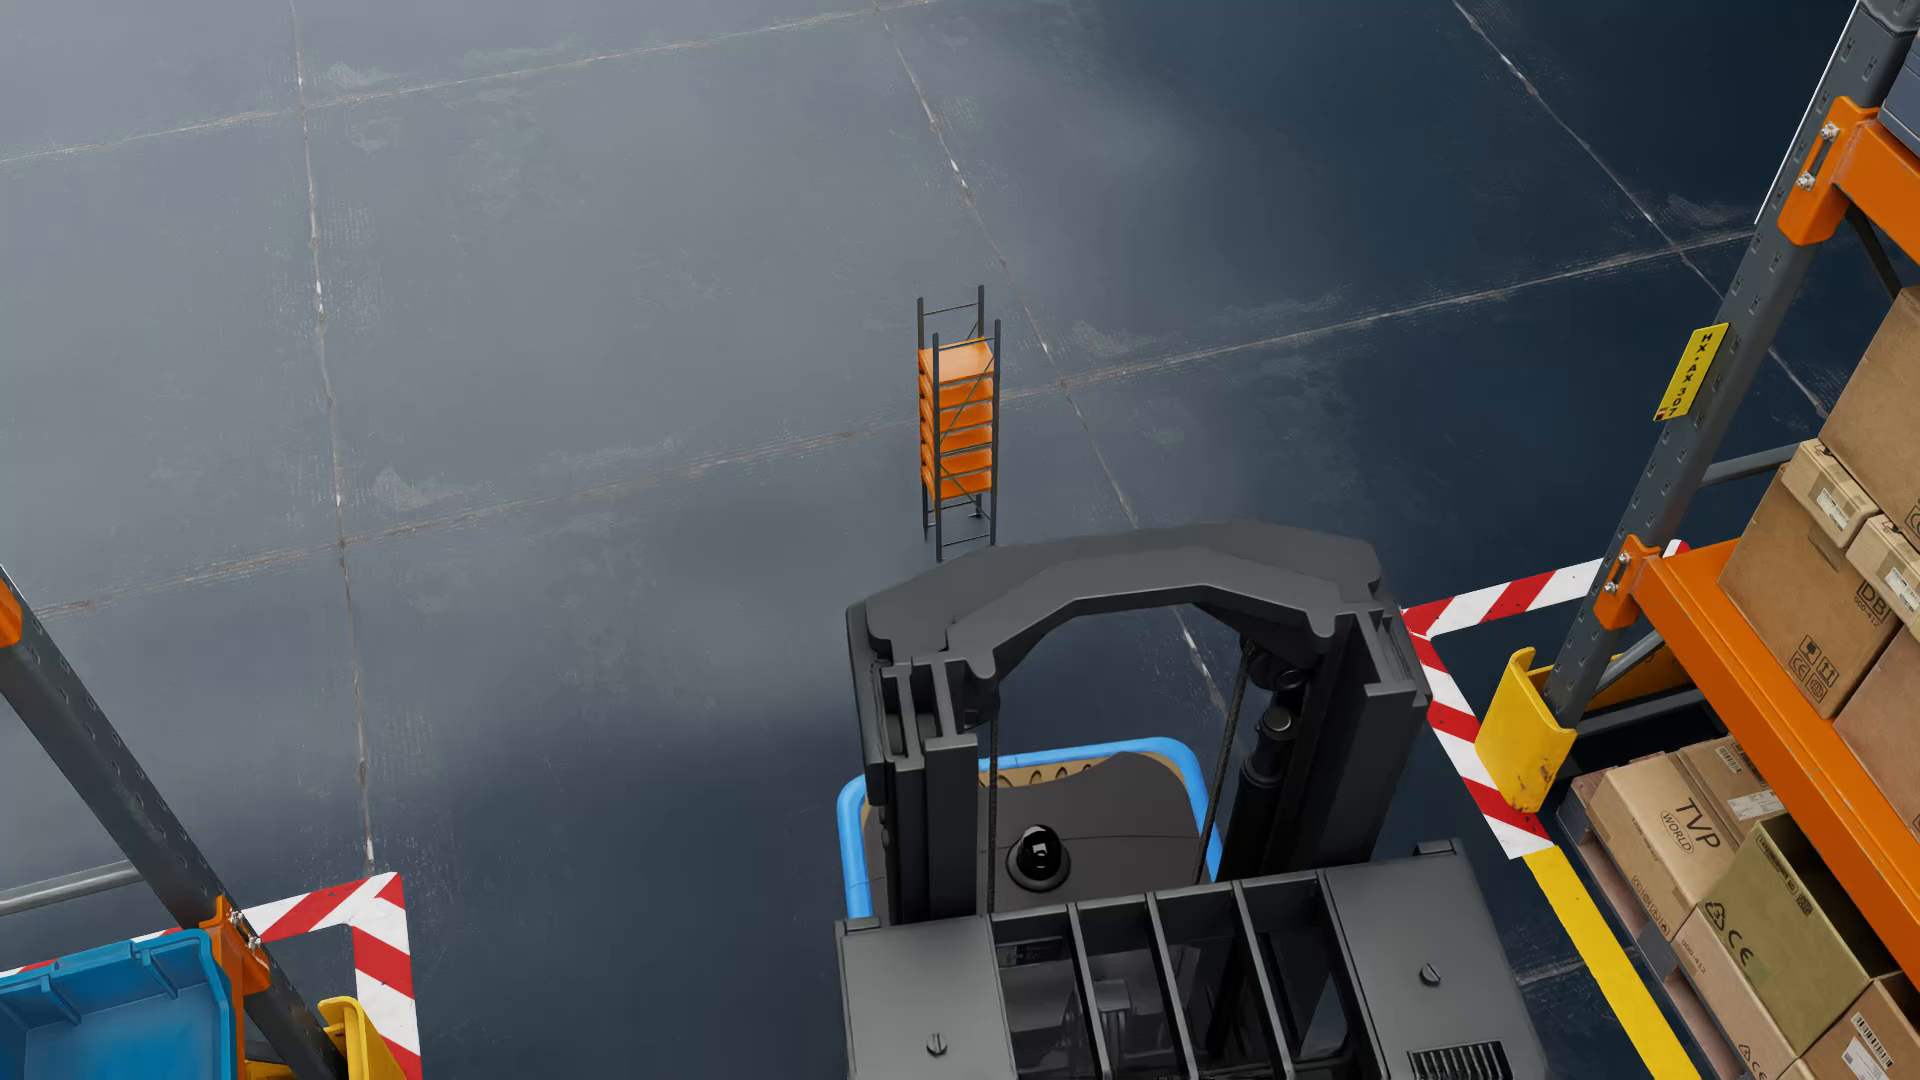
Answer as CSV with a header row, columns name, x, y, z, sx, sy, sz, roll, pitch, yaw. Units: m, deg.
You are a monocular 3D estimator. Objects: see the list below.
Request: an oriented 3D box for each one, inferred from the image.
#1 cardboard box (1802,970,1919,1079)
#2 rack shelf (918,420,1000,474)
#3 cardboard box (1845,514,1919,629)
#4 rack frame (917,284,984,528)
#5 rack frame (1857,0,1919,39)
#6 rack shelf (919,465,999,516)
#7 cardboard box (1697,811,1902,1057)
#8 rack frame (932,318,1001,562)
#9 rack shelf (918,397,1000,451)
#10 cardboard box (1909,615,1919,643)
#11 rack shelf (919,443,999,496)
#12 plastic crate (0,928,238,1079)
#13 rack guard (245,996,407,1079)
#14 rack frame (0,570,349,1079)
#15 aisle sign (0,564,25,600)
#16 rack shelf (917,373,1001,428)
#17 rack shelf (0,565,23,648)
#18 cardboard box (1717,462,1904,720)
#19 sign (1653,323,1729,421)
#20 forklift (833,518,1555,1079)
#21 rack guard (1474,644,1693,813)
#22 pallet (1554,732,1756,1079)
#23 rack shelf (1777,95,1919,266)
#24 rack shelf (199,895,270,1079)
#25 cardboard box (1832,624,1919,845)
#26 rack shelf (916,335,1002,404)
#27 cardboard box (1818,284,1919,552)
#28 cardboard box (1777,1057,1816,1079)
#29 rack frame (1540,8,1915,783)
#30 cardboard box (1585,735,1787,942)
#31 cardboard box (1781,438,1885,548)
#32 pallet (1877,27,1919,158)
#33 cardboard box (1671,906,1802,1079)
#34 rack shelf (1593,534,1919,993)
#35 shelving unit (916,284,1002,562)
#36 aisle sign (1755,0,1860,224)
name,x,y,z,sx,sy,sz,roll,pitch,yaw
cardboard box,2.687,1.428,4.407,0.500,0.500,0.500,-13,51,-11
rack shelf,-0.004,-0.369,6.124,0.258,0.103,0.180,-13,51,-11
cardboard box,2.422,0.036,4.058,0.380,0.149,0.250,-15,51,-12
rack frame,-0.031,-0.464,6.146,0.240,1.200,0.006,-13,51,-11
rack frame,2.431,-2.184,2.495,1.000,3.000,0.127,-13,51,-11
rack shelf,-0.004,-0.214,6.307,0.258,0.103,0.180,-13,51,-11
cardboard box,2.527,1.066,4.712,0.500,0.500,0.500,-13,51,-11
rack frame,0.023,-0.330,6.034,0.240,1.200,0.006,-13,51,-11
rack shelf,-0.004,-0.446,6.032,0.258,0.103,0.180,-13,51,-11
cardboard box,2.495,0.219,3.904,0.380,0.149,0.250,-13,51,-11
rack shelf,-0.004,-0.291,6.216,0.258,0.103,0.180,-13,51,-11
plastic crate,-1.868,1.213,3.652,0.499,0.251,0.616,-13,51,-11
rack guard,-2.234,1.718,4.764,1.175,0.500,0.348,-13,51,-11
rack frame,-2.305,0.868,3.846,0.949,2.616,0.053,-13,51,-11
aisle sign,-2.039,-0.090,2.954,0.394,0.787,0.004,-13,51,-11
rack shelf,-0.004,-0.523,5.940,0.258,0.103,0.180,-13,51,-11
rack shelf,-1.710,1.593,1.743,1.077,0.370,4.000,-13,51,-11
cardboard box,2.557,0.062,4.460,0.700,0.500,0.500,-13,51,-11
sign,1.899,-0.433,4.325,0.100,0.325,0.005,-13,51,-11
forklift,0.370,1.464,3.388,1.130,2.935,3.031,-6,50,-5
rack guard,2.424,0.538,5.759,1.175,0.500,0.348,-13,51,-11
pallet,2.698,1.198,5.392,1.003,0.211,1.213,-13,51,-11
rack shelf,3.023,0.476,2.685,1.077,0.370,4.000,-13,51,-11
rack shelf,-1.710,2.560,2.890,1.077,0.370,4.000,-13,51,-11
cardboard box,2.717,0.444,4.138,0.700,0.500,0.500,-12,51,-10
rack shelf,-0.004,-0.601,5.849,0.258,0.103,0.180,-13,51,-11
cardboard box,2.573,-0.318,3.932,0.700,0.500,0.500,-13,51,-11
cardboard box,2.676,1.673,4.691,0.500,0.250,0.500,-13,51,-11
rack frame,2.431,-0.250,4.788,1.000,3.000,0.127,-13,51,-11
cardboard box,2.377,0.943,5.307,0.500,0.250,0.500,-13,51,-11
cardboard box,2.342,-0.156,4.220,0.380,0.149,0.250,-14,51,-11
pallet,2.616,-0.666,3.235,1.003,0.211,1.213,-13,51,-11
cardboard box,2.529,1.307,4.999,0.500,0.250,0.500,-13,51,-11
rack shelf,3.023,1.443,3.832,1.077,0.370,4.000,-13,51,-11
shelving unit,-0.004,-0.397,6.090,0.258,1.200,0.189,-13,51,-11
aisle sign,2.119,-1.067,3.777,0.394,0.787,0.004,-13,51,-11
